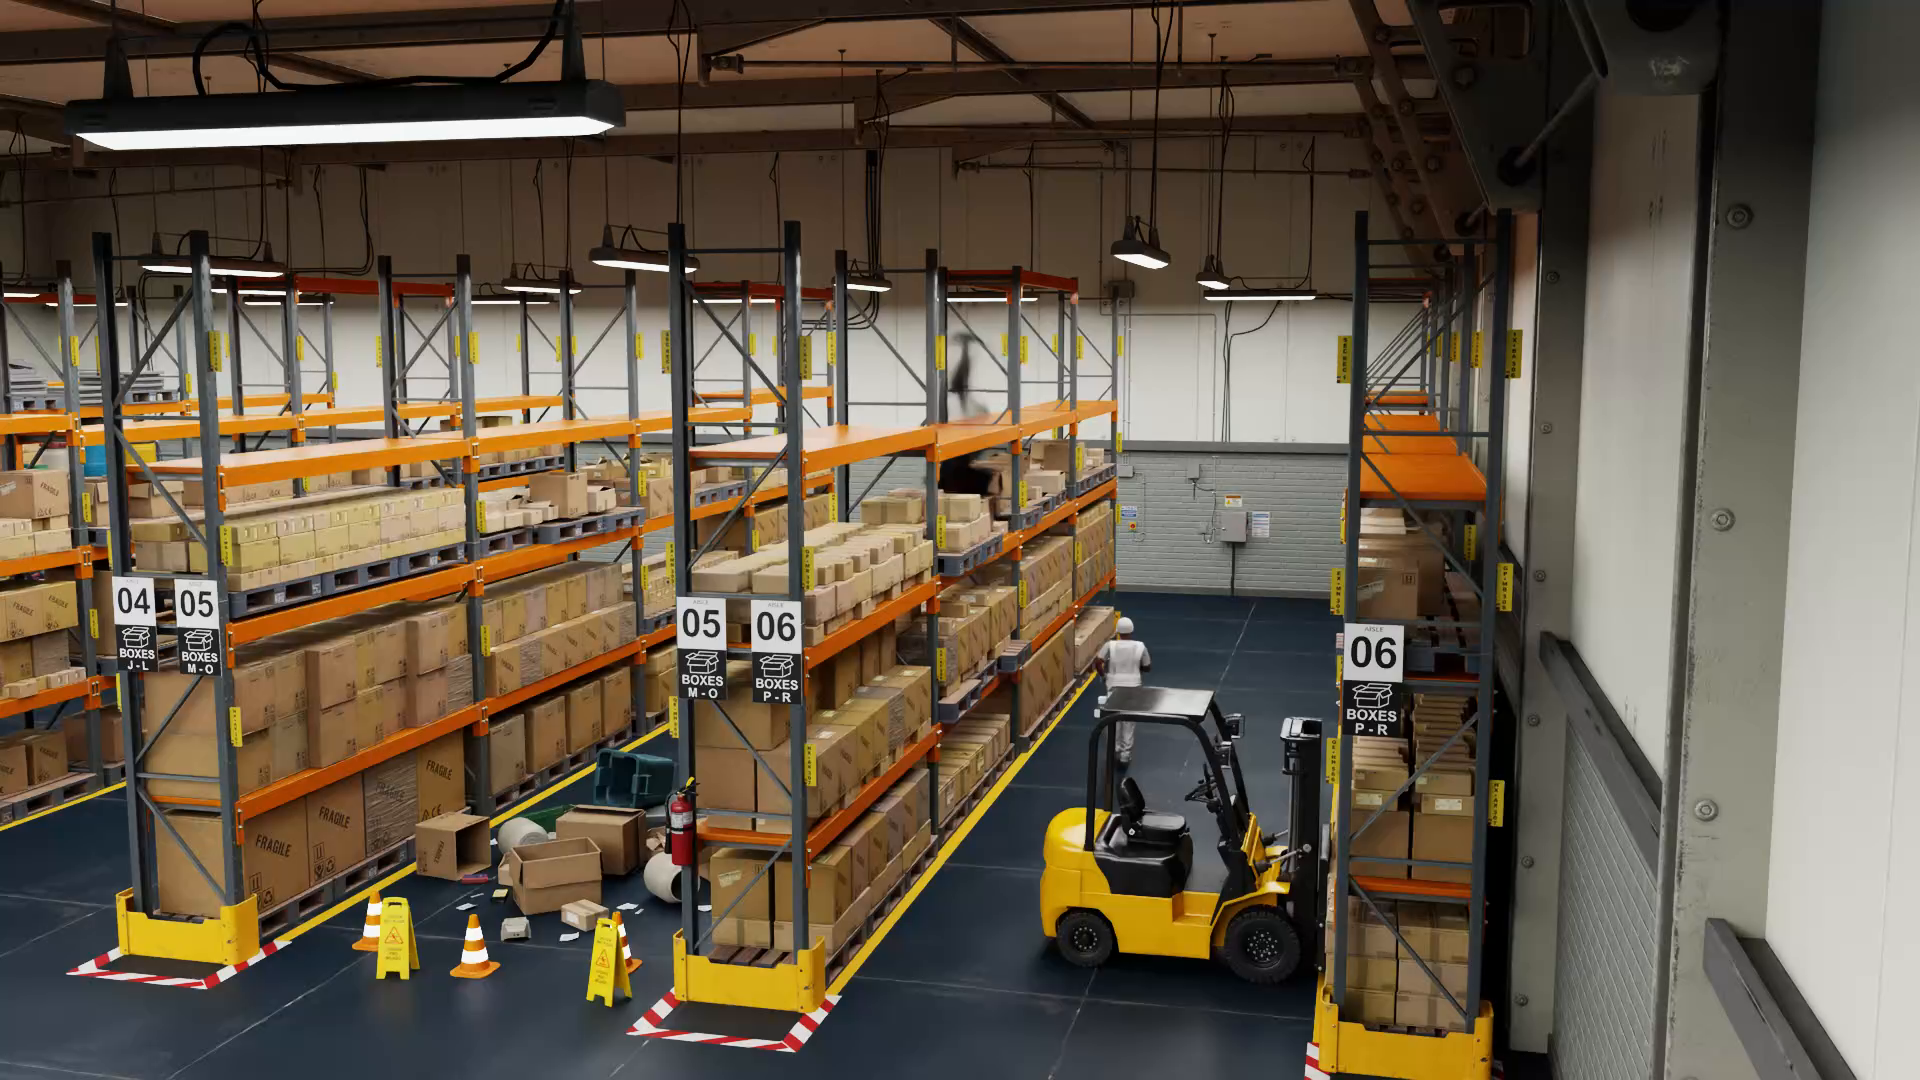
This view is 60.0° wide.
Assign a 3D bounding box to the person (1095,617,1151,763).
[{"bbox_3d":[1.984,1.833,20.169,0.653,1.831,0.710,1,7,11],"label":"person"}]
